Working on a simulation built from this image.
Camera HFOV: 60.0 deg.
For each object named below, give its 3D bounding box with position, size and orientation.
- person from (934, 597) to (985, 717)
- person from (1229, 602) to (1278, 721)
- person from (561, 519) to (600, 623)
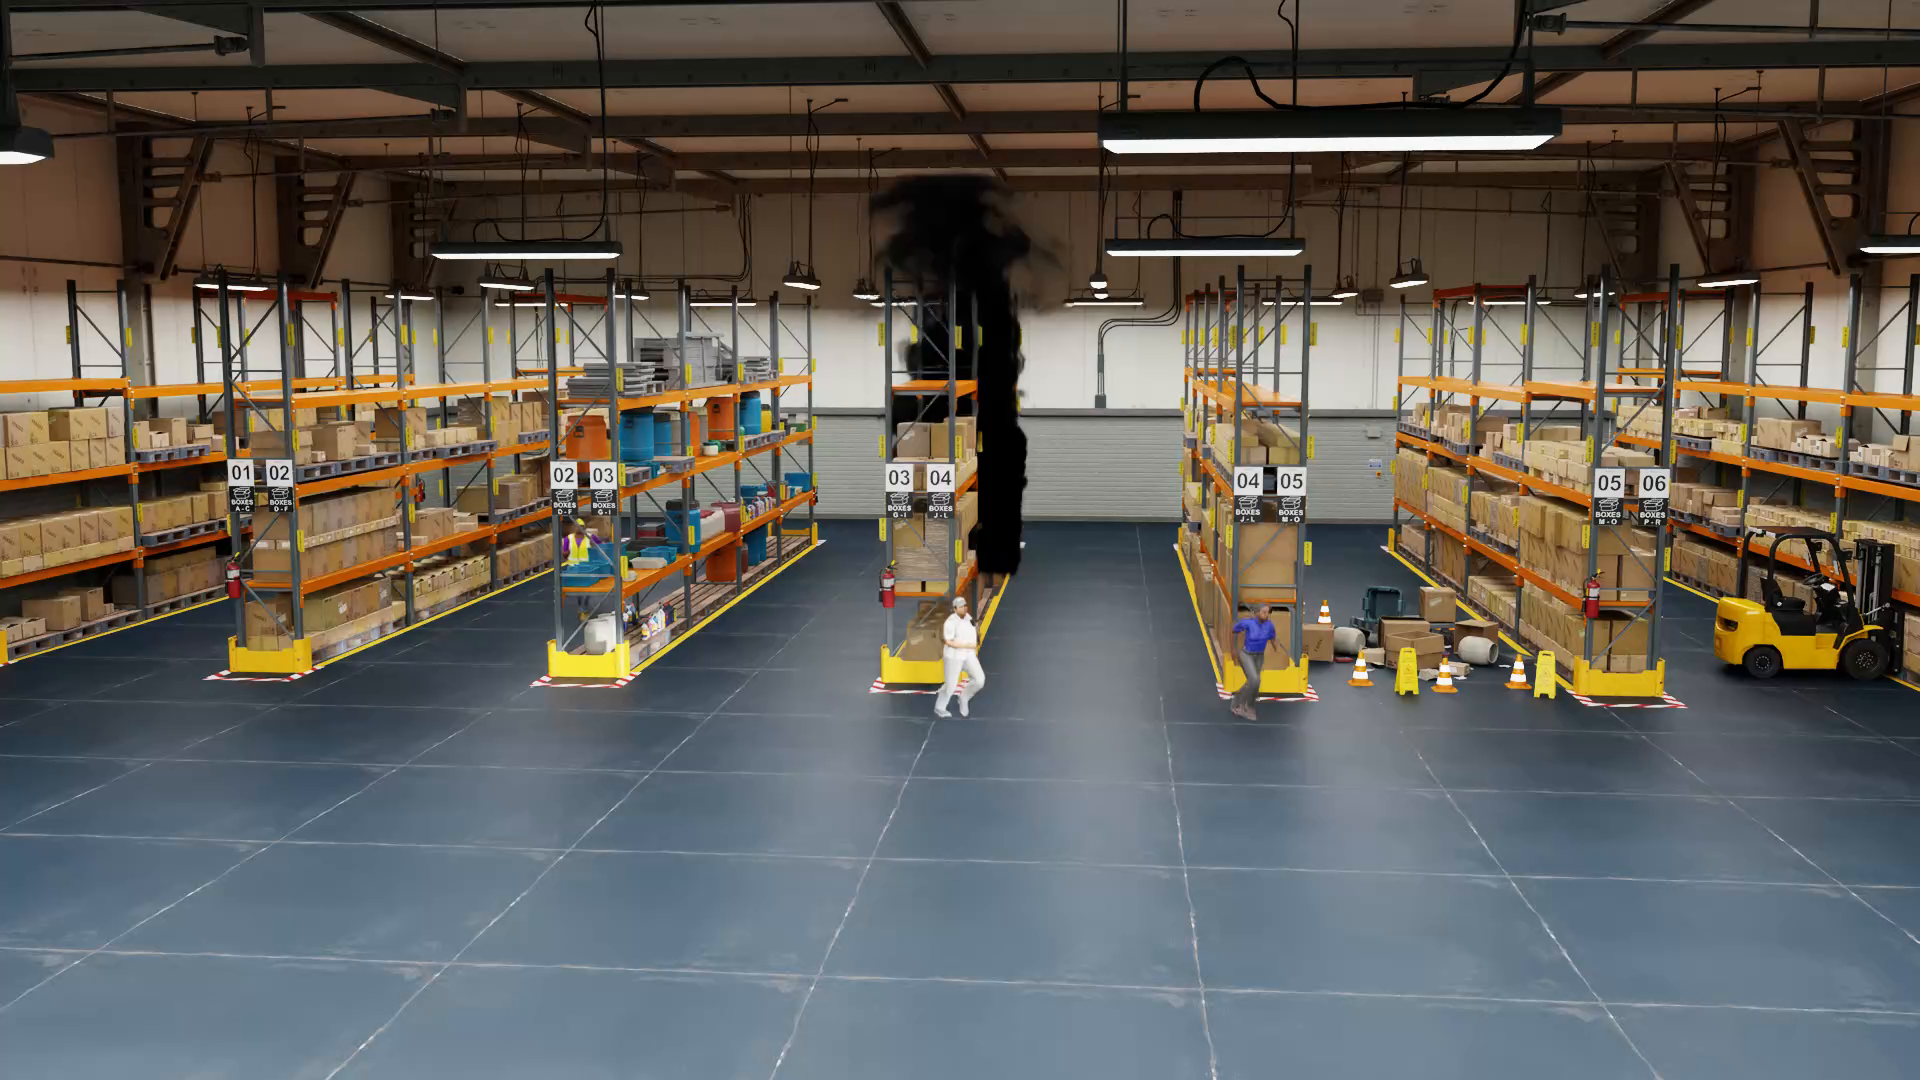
[{"bbox_3d":[0.020,1.543,21.808,0.621,1.607,0.800,-6,9,-38],"label":"person"},{"bbox_3d":[3.868,1.587,21.901,0.599,1.602,0.821,-3,8,-26],"label":"person"},{"bbox_3d":[-6.770,0.516,29.618,0.683,1.808,0.845,0,7,-1],"label":"person"}]
